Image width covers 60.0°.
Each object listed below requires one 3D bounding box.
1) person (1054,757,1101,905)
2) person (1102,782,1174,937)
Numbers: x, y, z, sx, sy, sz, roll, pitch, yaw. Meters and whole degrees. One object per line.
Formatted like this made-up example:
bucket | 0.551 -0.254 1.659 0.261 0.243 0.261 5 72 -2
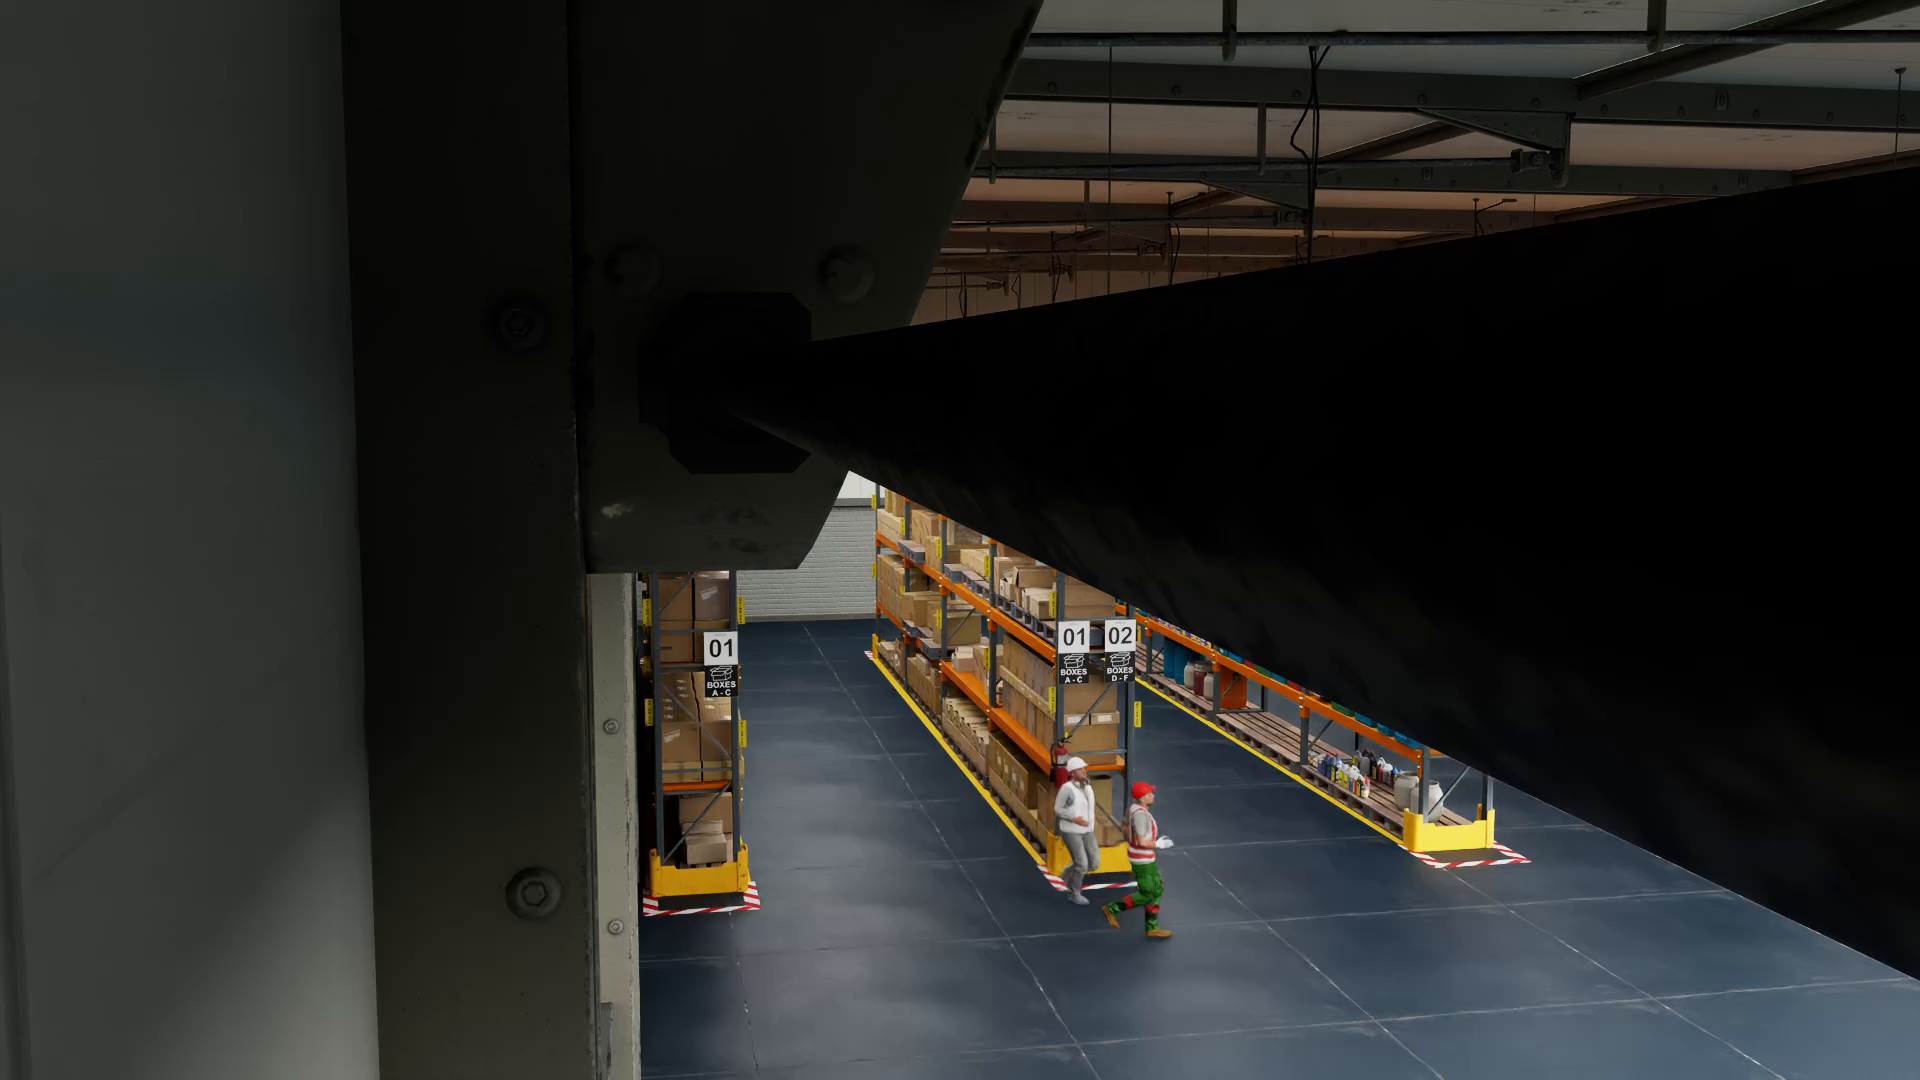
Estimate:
person | 1.409 3.451 19.775 0.601 1.743 0.695 6 8 44
person | 1.989 3.555 18.512 0.761 1.758 0.658 0 6 3
